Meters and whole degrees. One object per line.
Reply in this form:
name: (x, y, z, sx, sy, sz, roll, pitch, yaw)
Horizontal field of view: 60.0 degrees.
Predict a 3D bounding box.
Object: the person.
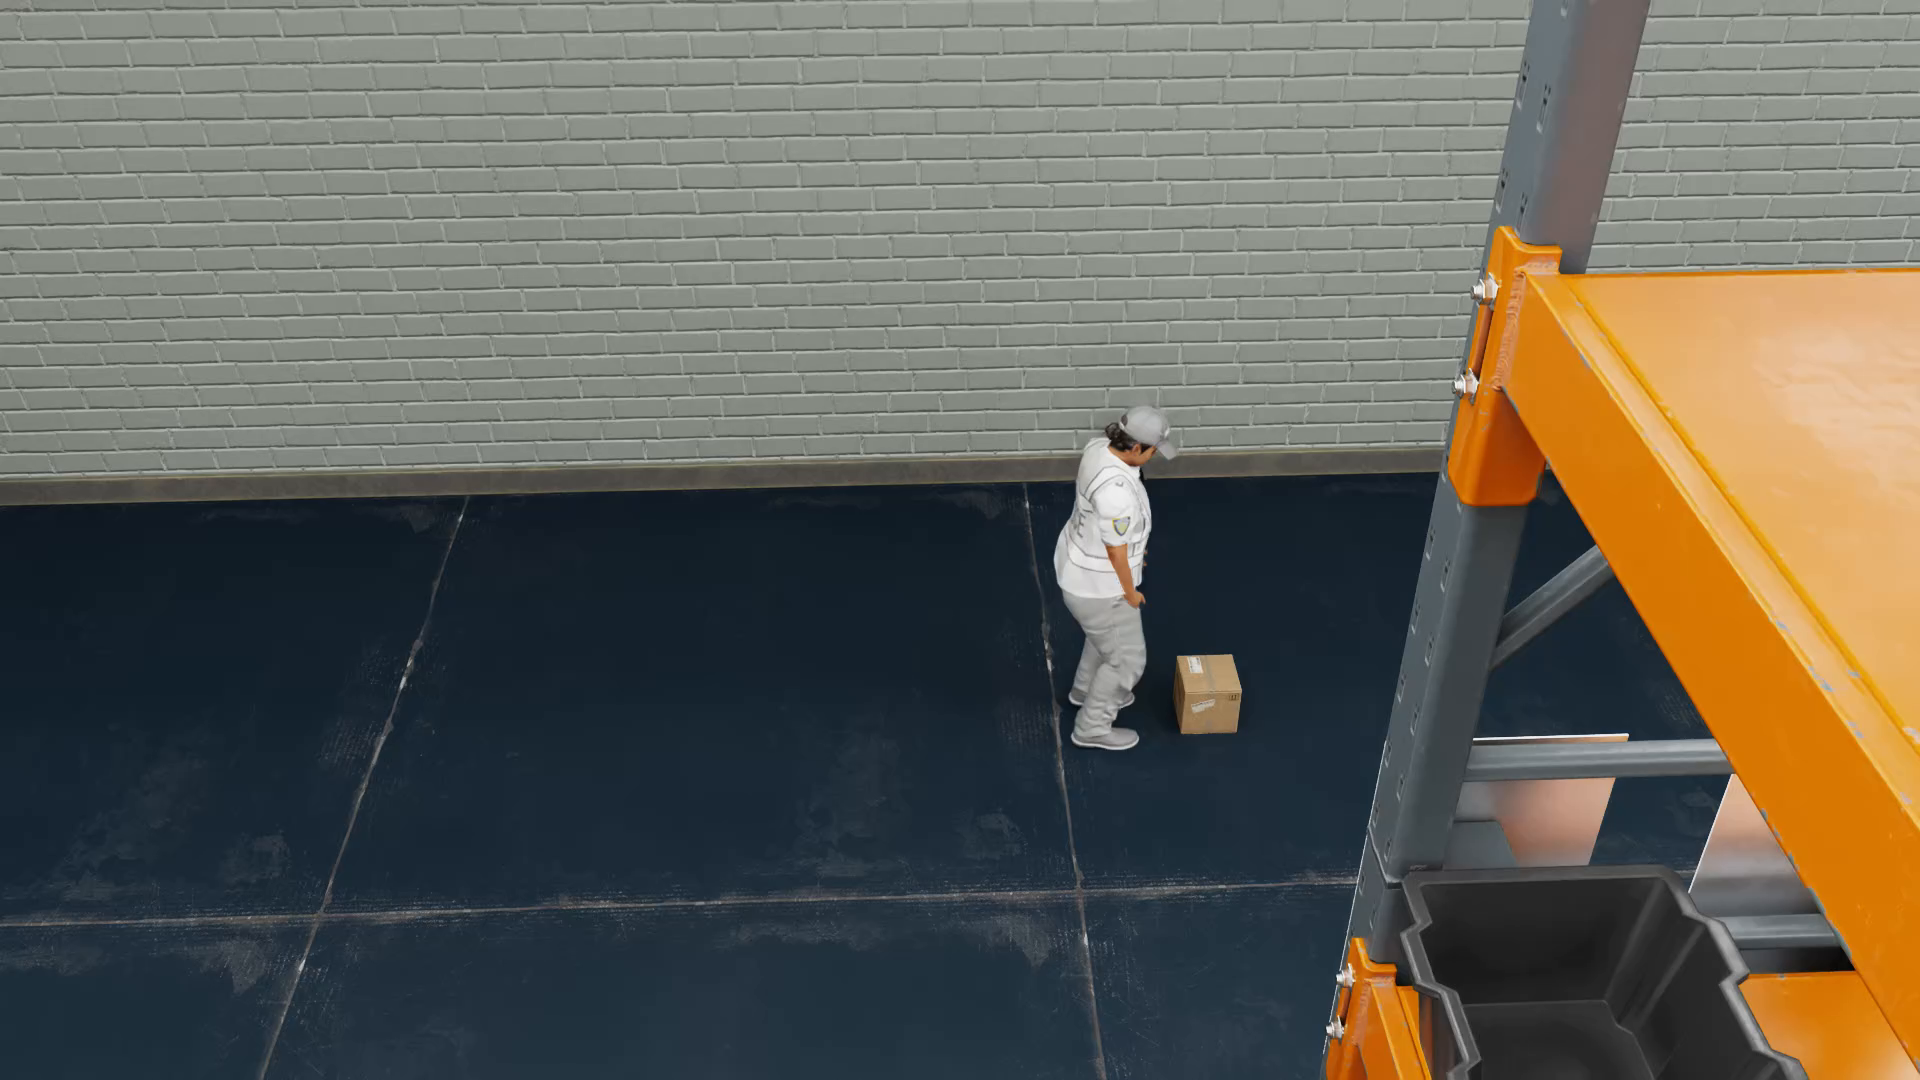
person: (0.637, 0.143, 7.041, 0.479, 1.619, 0.496, -1, 35, -1)
